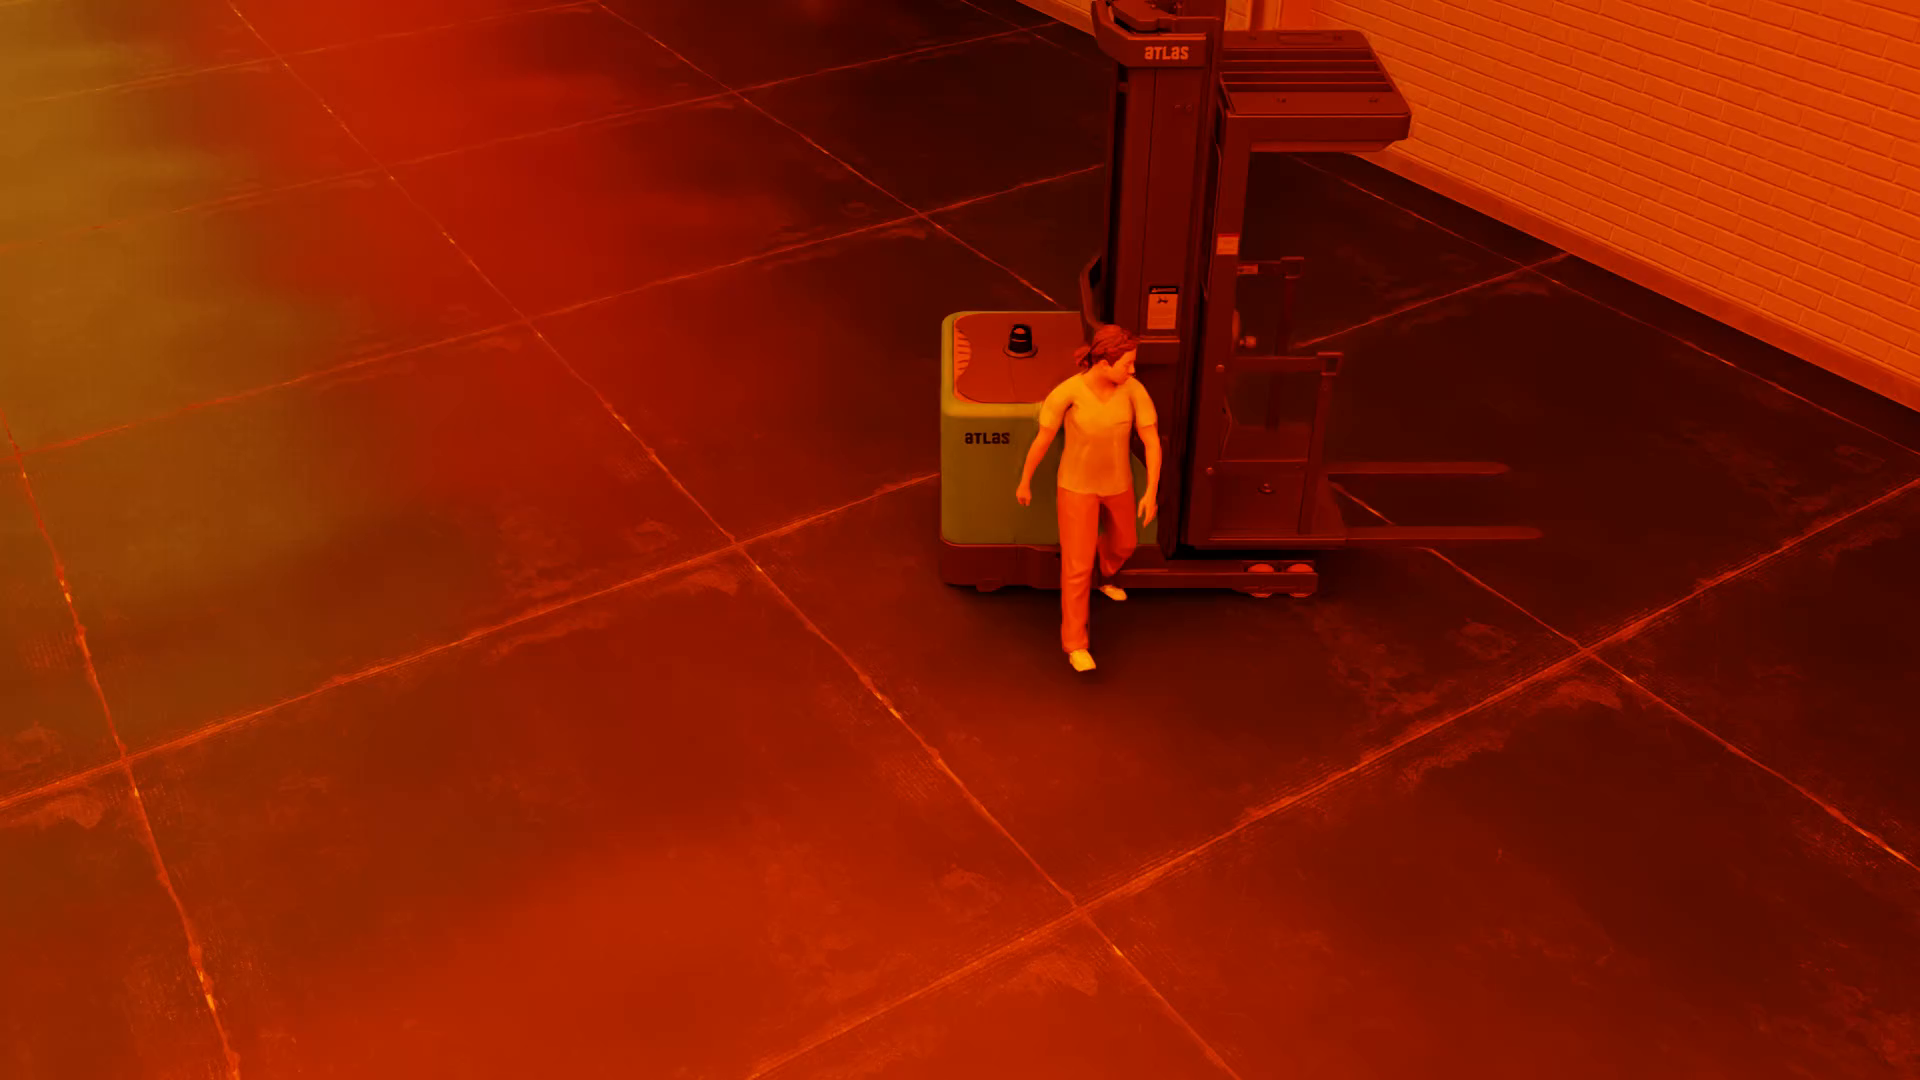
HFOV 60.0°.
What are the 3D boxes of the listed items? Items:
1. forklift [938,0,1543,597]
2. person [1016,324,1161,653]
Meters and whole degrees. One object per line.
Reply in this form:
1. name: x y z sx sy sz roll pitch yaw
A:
1. forklift: 1.410 -1.220 7.884 3.031 2.935 1.130 0 35 0
2. person: 0.579 -0.266 7.649 0.609 1.556 0.728 -11 36 -15
